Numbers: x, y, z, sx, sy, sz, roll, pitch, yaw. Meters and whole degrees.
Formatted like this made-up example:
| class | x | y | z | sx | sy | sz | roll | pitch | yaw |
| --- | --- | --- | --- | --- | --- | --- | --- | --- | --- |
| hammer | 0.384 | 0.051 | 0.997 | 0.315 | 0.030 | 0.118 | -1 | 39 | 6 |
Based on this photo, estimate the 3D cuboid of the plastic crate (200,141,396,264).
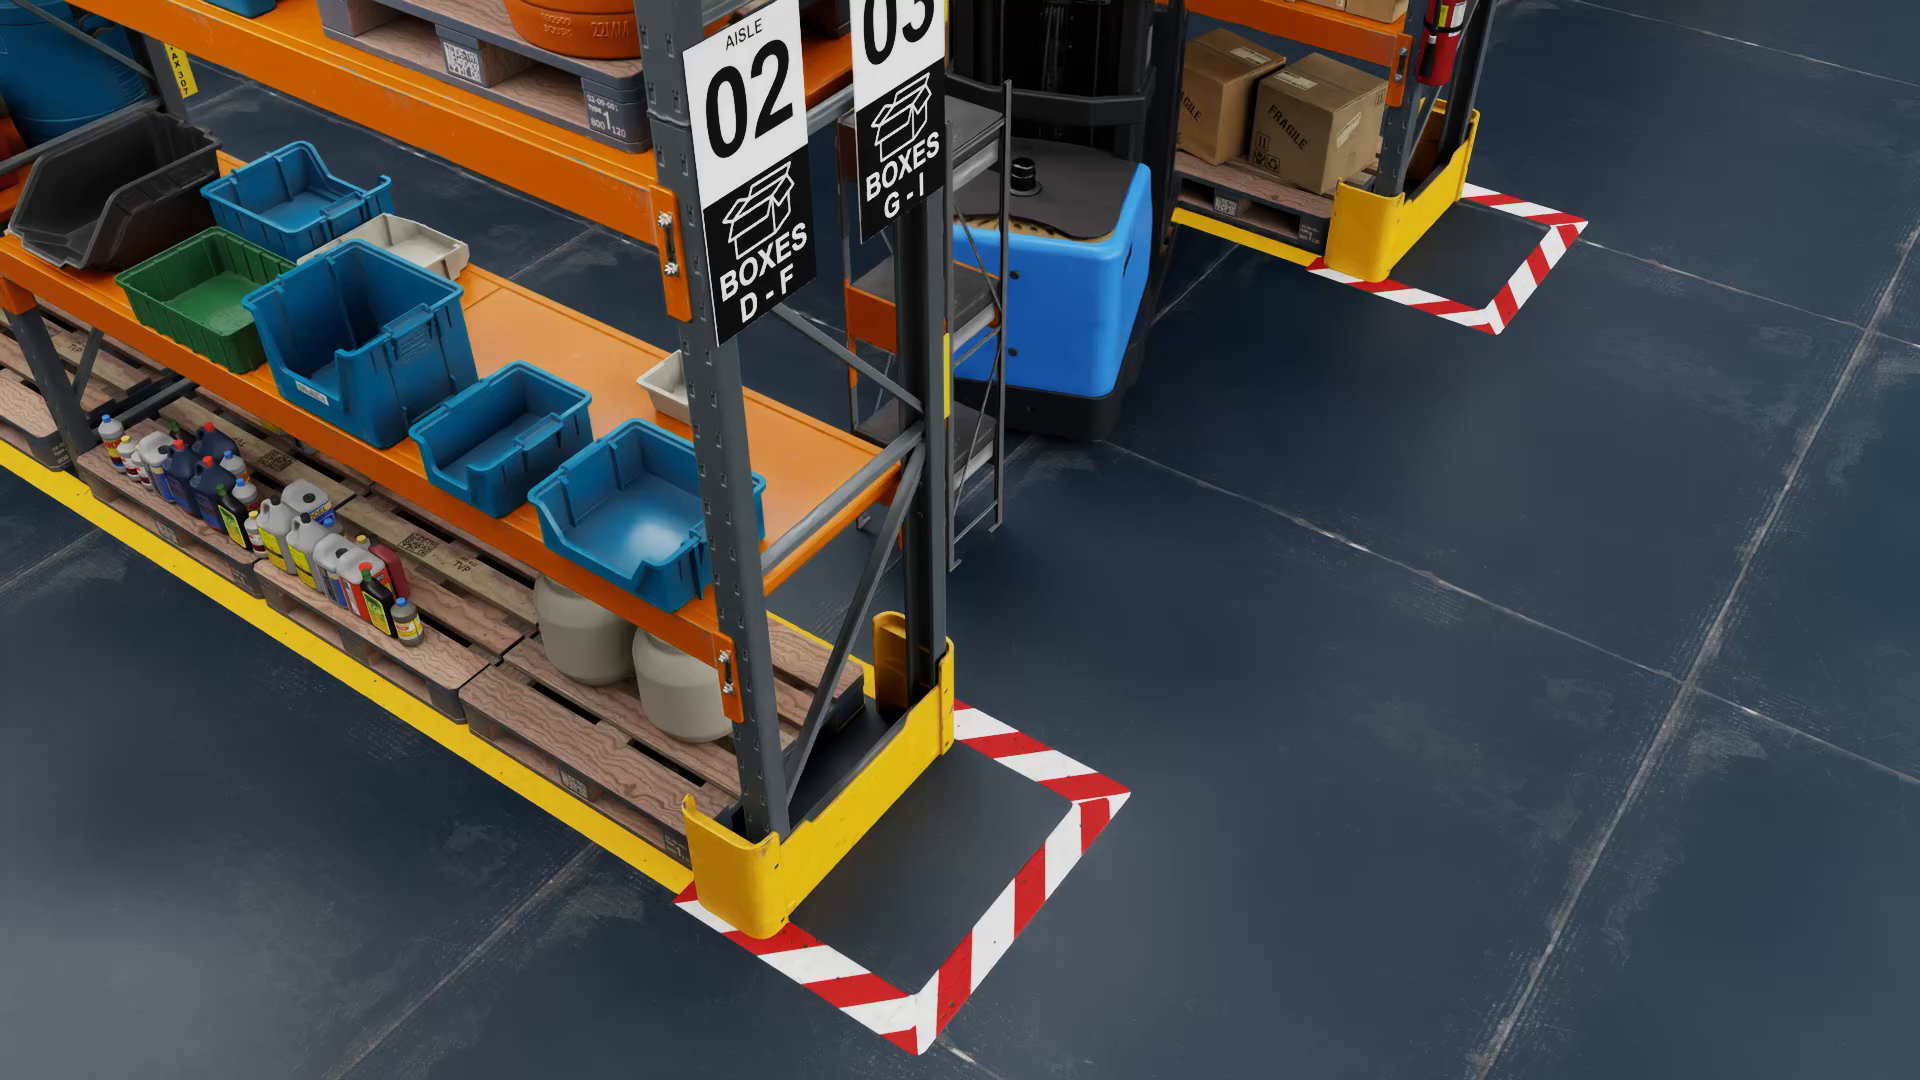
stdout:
| class | x | y | z | sx | sy | sz | roll | pitch | yaw |
| --- | --- | --- | --- | --- | --- | --- | --- | --- | --- |
| plastic crate | -2.597 | -1.309 | 6.575 | 0.616 | 0.251 | 0.499 | 25 | 48 | 25 |

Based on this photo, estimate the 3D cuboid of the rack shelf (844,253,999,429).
| class | x | y | z | sx | sy | sz | roll | pitch | yaw |
| --- | --- | --- | --- | --- | --- | --- | --- | --- | --- |
| rack shelf | -0.136 | -0.836 | 6.630 | 0.480 | 0.518 | 0.431 | 25 | 48 | 25 |

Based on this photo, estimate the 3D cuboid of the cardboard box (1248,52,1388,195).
| class | x | y | z | sx | sy | sz | roll | pitch | yaw |
| --- | --- | --- | --- | --- | --- | --- | --- | --- | --- |
| cardboard box | 1.958 | -2.286 | 9.115 | 0.500 | 0.500 | 0.500 | -33 | 51 | -31 |

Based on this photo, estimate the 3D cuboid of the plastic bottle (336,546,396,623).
| class | x | y | z | sx | sy | sz | roll | pitch | yaw |
| --- | --- | --- | --- | --- | --- | --- | --- | --- | --- |
| plastic bottle | -2.330 | 0.167 | 6.526 | 0.135 | 0.276 | 0.152 | 25 | 48 | 26 |

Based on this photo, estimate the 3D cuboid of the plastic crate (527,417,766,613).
| class | x | y | z | sx | sy | sz | roll | pitch | yaw |
| --- | --- | --- | --- | --- | --- | --- | --- | --- | --- |
| plastic crate | -0.966 | -0.081 | 5.203 | 0.616 | 0.251 | 0.499 | 25 | 48 | 25 |

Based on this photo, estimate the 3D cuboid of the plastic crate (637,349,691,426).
| class | x | y | z | sx | sy | sz | roll | pitch | yaw |
| --- | --- | --- | --- | --- | --- | --- | --- | --- | --- |
| plastic crate | -0.932 | -0.529 | 5.789 | 0.250 | 0.136 | 0.298 | 25 | 48 | 25 |

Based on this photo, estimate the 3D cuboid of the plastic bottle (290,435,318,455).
| class | x | y | z | sx | sy | sz | roll | pitch | yaw |
| --- | --- | --- | --- | --- | --- | --- | --- | --- | --- |
| plastic bottle | -2.874 | -0.536 | 7.312 | 0.135 | 0.276 | 0.152 | 25 | 48 | 25 |

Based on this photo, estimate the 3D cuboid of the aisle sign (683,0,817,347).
| class | x | y | z | sx | sy | sz | roll | pitch | yaw |
| --- | --- | --- | --- | --- | --- | --- | --- | --- | --- |
| aisle sign | -0.496 | -0.888 | 4.043 | 0.004 | 0.787 | 0.394 | 25 | 48 | 25 |

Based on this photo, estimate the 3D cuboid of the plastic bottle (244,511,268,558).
| class | x | y | z | sx | sy | sz | roll | pitch | yaw |
| --- | --- | --- | --- | --- | --- | --- | --- | --- | --- |
| plastic bottle | -2.863 | -0.032 | 6.805 | 0.097 | 0.201 | 0.097 | 0 | 42 | 0 |

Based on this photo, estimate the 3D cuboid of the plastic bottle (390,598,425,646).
| class | x | y | z | sx | sy | sz | roll | pitch | yaw |
| --- | --- | --- | --- | --- | --- | --- | --- | --- | --- |
| plastic bottle | -2.139 | 0.306 | 6.427 | 0.097 | 0.201 | 0.097 | 0 | 42 | 0 |

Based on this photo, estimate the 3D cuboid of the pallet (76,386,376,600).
| class | x | y | z | sx | sy | sz | roll | pitch | yaw |
| --- | --- | --- | --- | --- | --- | --- | --- | --- | --- |
| pallet | -3.133 | -0.321 | 7.450 | 1.213 | 0.211 | 1.003 | 25 | 48 | 25 |

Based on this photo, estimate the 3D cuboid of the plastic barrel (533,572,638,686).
| class | x | y | z | sx | sy | sz | roll | pitch | yaw |
| --- | --- | --- | --- | --- | --- | --- | --- | --- | --- |
| plastic barrel | -1.377 | 0.260 | 6.261 | 0.421 | 0.512 | 0.421 | 0 | 42 | 0 |

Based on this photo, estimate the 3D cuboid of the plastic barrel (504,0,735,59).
| class | x | y | z | sx | sy | sz | roll | pitch | yaw |
| --- | --- | --- | --- | --- | --- | --- | --- | --- | --- |
| plastic barrel | -0.855 | -1.660 | 3.969 | 0.708 | 0.830 | 0.600 | 25 | 48 | 25 |

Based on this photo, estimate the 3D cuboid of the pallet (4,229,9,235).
| class | x | y | z | sx | sy | sz | roll | pitch | yaw |
| --- | --- | --- | --- | --- | --- | --- | --- | --- | --- |
| pallet | -5.327 | -1.347 | 8.597 | 1.213 | 0.211 | 1.003 | 25 | 48 | 25 |

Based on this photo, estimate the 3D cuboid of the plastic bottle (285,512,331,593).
| class | x | y | z | sx | sy | sz | roll | pitch | yaw |
| --- | --- | --- | --- | --- | --- | --- | --- | --- | --- |
| plastic bottle | -2.581 | 0.025 | 6.629 | 0.185 | 0.351 | 0.144 | 27 | 48 | 27 |

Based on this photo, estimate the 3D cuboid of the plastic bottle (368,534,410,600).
| class | x | y | z | sx | sy | sz | roll | pitch | yaw |
| --- | --- | --- | --- | --- | --- | --- | --- | --- | --- |
| plastic bottle | -2.269 | 0.106 | 6.589 | 0.133 | 0.283 | 0.061 | 25 | 48 | 25 |

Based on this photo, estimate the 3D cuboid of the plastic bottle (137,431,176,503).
| class | x | y | z | sx | sy | sz | roll | pitch | yaw |
| --- | --- | --- | --- | --- | --- | --- | --- | --- | --- |
| plastic bottle | -3.369 | -0.319 | 7.069 | 0.135 | 0.276 | 0.152 | 27 | 48 | 27 |

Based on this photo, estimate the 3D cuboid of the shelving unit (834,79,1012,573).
| class | x | y | z | sx | sy | sz | roll | pitch | yaw |
| --- | --- | --- | --- | --- | --- | --- | --- | --- | --- |
| shelving unit | -0.136 | -0.846 | 6.621 | 0.503 | 2.100 | 0.431 | 25 | 48 | 25 |

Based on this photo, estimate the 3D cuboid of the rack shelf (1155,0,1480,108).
| class | x | y | z | sx | sy | sz | roll | pitch | yaw |
| --- | --- | --- | --- | --- | --- | --- | --- | --- | --- |
| rack shelf | 0.822 | -3.310 | 9.239 | 4.000 | 0.370 | 1.077 | 25 | 48 | 25 |

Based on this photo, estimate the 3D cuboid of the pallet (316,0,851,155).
| class | x | y | z | sx | sy | sz | roll | pitch | yaw |
| --- | --- | --- | --- | --- | --- | --- | --- | --- | --- |
| pallet | -1.005 | -1.526 | 4.598 | 1.213 | 0.211 | 1.003 | 25 | 48 | 25 |

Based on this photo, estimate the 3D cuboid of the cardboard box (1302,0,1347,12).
| class | x | y | z | sx | sy | sz | roll | pitch | yaw |
| --- | --- | --- | --- | --- | --- | --- | --- | --- | --- |
| cardboard box | 1.904 | -2.811 | 8.331 | 0.250 | 0.149 | 0.380 | 25 | 48 | 25 |

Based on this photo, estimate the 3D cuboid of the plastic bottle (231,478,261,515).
| class | x | y | z | sx | sy | sz | roll | pitch | yaw |
| --- | --- | --- | --- | --- | --- | --- | --- | --- | --- |
| plastic bottle | -2.940 | -0.143 | 6.877 | 0.097 | 0.271 | 0.097 | 0 | 42 | 0 |

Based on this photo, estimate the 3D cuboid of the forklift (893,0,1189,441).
| class | x | y | z | sx | sy | sz | roll | pitch | yaw |
| --- | --- | --- | --- | --- | --- | --- | --- | --- | --- |
| forklift | 0.547 | -2.544 | 7.895 | 1.130 | 2.935 | 3.031 | 10 | 43 | 10 |

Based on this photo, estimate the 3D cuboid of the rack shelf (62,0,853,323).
| class | x | y | z | sx | sy | sz | roll | pitch | yaw |
| --- | --- | --- | --- | --- | --- | --- | --- | --- | --- |
| rack shelf | -2.021 | -1.724 | 5.217 | 4.000 | 0.370 | 1.077 | 25 | 48 | 25 |

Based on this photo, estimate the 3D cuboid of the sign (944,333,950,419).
| class | x | y | z | sx | sy | sz | roll | pitch | yaw |
| --- | --- | --- | --- | --- | --- | --- | --- | --- | --- |
| sign | -0.065 | -0.510 | 5.363 | 0.005 | 0.325 | 0.100 | 25 | 48 | 25 |

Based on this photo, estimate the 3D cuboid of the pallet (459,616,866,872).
| class | x | y | z | sx | sy | sz | roll | pitch | yaw |
| --- | --- | --- | --- | --- | --- | --- | --- | --- | --- |
| pallet | -1.135 | 0.613 | 6.406 | 1.213 | 0.211 | 1.003 | 25 | 48 | 25 |

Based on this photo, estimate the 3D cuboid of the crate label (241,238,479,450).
| class | x | y | z | sx | sy | sz | roll | pitch | yaw |
| --- | --- | --- | --- | --- | --- | --- | --- | --- | --- |
| crate label | -2.046 | -0.679 | 5.733 | 0.616 | 0.435 | 0.502 | 25 | 48 | 25 |

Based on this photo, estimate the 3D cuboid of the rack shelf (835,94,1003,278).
| class | x | y | z | sx | sy | sz | roll | pitch | yaw |
| --- | --- | --- | --- | --- | --- | --- | --- | --- | --- |
| rack shelf | -0.136 | -1.357 | 6.163 | 0.480 | 0.518 | 0.431 | 25 | 48 | 25 |

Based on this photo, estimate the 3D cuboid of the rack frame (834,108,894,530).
| class | x | y | z | sx | sy | sz | roll | pitch | yaw |
| --- | --- | --- | --- | --- | --- | --- | --- | --- | --- |
| rack frame | -0.335 | -0.939 | 6.725 | 0.015 | 2.100 | 0.400 | 25 | 48 | 25 |

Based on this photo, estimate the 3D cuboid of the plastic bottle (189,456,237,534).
| class | x | y | z | sx | sy | sz | roll | pitch | yaw |
| --- | --- | --- | --- | --- | --- | --- | --- | --- | --- |
| plastic bottle | -3.082 | -0.209 | 6.891 | 0.185 | 0.351 | 0.144 | 23 | 47 | 24 |

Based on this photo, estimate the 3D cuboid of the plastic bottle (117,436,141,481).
| class | x | y | z | sx | sy | sz | roll | pitch | yaw |
| --- | --- | --- | --- | --- | --- | --- | --- | --- | --- |
| plastic bottle | -3.567 | -0.361 | 7.172 | 0.097 | 0.201 | 0.097 | 0 | 42 | 0 |

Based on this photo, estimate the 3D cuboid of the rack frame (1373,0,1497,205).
| class | x | y | z | sx | sy | sz | roll | pitch | yaw |
| --- | --- | --- | --- | --- | --- | --- | --- | --- | --- |
| rack frame | 2.460 | -2.813 | 8.144 | 0.127 | 3.000 | 1.000 | 25 | 48 | 25 |

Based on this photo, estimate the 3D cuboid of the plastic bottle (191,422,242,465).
| class | x | y | z | sx | sy | sz | roll | pitch | yaw |
| --- | --- | --- | --- | --- | --- | --- | --- | --- | --- |
| plastic bottle | -3.154 | -0.360 | 7.059 | 0.185 | 0.351 | 0.144 | 25 | 48 | 25 |

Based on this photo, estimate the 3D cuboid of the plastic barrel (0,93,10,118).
| class | x | y | z | sx | sy | sz | roll | pitch | yaw |
| --- | --- | --- | --- | --- | --- | --- | --- | --- | --- |
| plastic barrel | -4.316 | -2.177 | 7.331 | 0.433 | 0.535 | 0.433 | 0 | 42 | 0 |

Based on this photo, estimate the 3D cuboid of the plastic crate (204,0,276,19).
| class | x | y | z | sx | sy | sz | roll | pitch | yaw |
| --- | --- | --- | --- | --- | --- | --- | --- | --- | --- |
| plastic crate | -2.118 | -1.786 | 4.759 | 0.575 | 0.384 | 0.392 | 25 | 48 | 25 |

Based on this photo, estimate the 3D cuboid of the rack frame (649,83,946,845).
| class | x | y | z | sx | sy | sz | roll | pitch | yaw |
| --- | --- | --- | --- | --- | --- | --- | --- | --- | --- |
| rack frame | -0.384 | -0.109 | 5.122 | 0.127 | 3.000 | 1.000 | 25 | 48 | 25 |

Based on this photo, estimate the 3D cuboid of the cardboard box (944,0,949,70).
| class | x | y | z | sx | sy | sz | roll | pitch | yaw |
| --- | --- | --- | --- | --- | --- | --- | --- | --- | --- |
| cardboard box | -0.037 | -3.179 | 10.113 | 0.500 | 0.500 | 0.500 | -26 | 48 | -26 |

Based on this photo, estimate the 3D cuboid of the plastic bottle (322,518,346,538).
| class | x | y | z | sx | sy | sz | roll | pitch | yaw |
| --- | --- | --- | --- | --- | --- | --- | --- | --- | --- |
| plastic bottle | -2.548 | -0.002 | 6.771 | 0.097 | 0.201 | 0.097 | 0 | 42 | 0 |

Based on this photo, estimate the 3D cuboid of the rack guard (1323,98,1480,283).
| class | x | y | z | sx | sy | sz | roll | pitch | yaw |
| --- | --- | --- | --- | --- | --- | --- | --- | --- | --- |
| rack guard | 2.398 | -1.910 | 9.010 | 0.348 | 0.500 | 1.175 | 25 | 48 | 25 |
